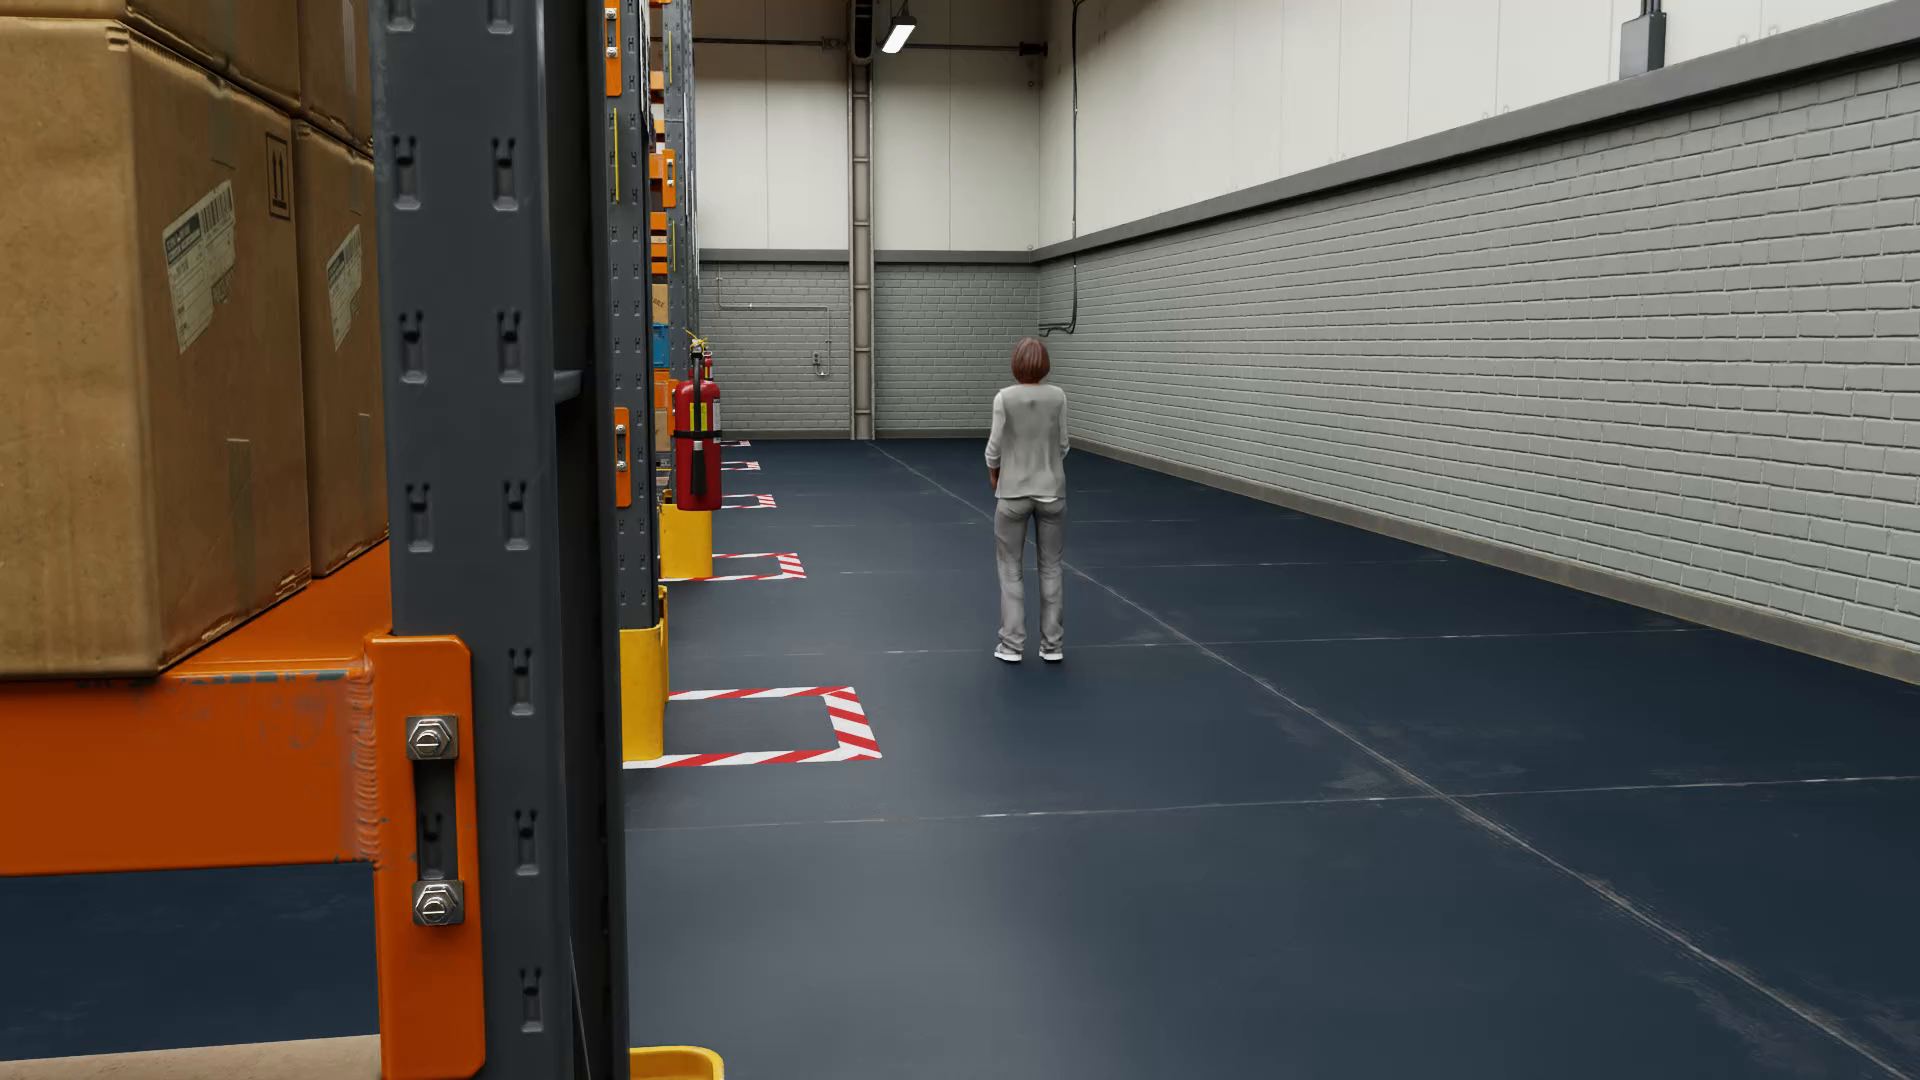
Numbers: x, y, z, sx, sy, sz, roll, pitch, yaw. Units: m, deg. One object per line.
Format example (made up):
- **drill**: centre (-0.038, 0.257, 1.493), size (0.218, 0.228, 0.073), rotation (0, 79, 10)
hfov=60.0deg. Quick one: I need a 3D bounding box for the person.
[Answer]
- **person**: centre (0.340, -0.191, 8.183), size (0.452, 1.586, 0.341), rotation (-1, 7, -10)
